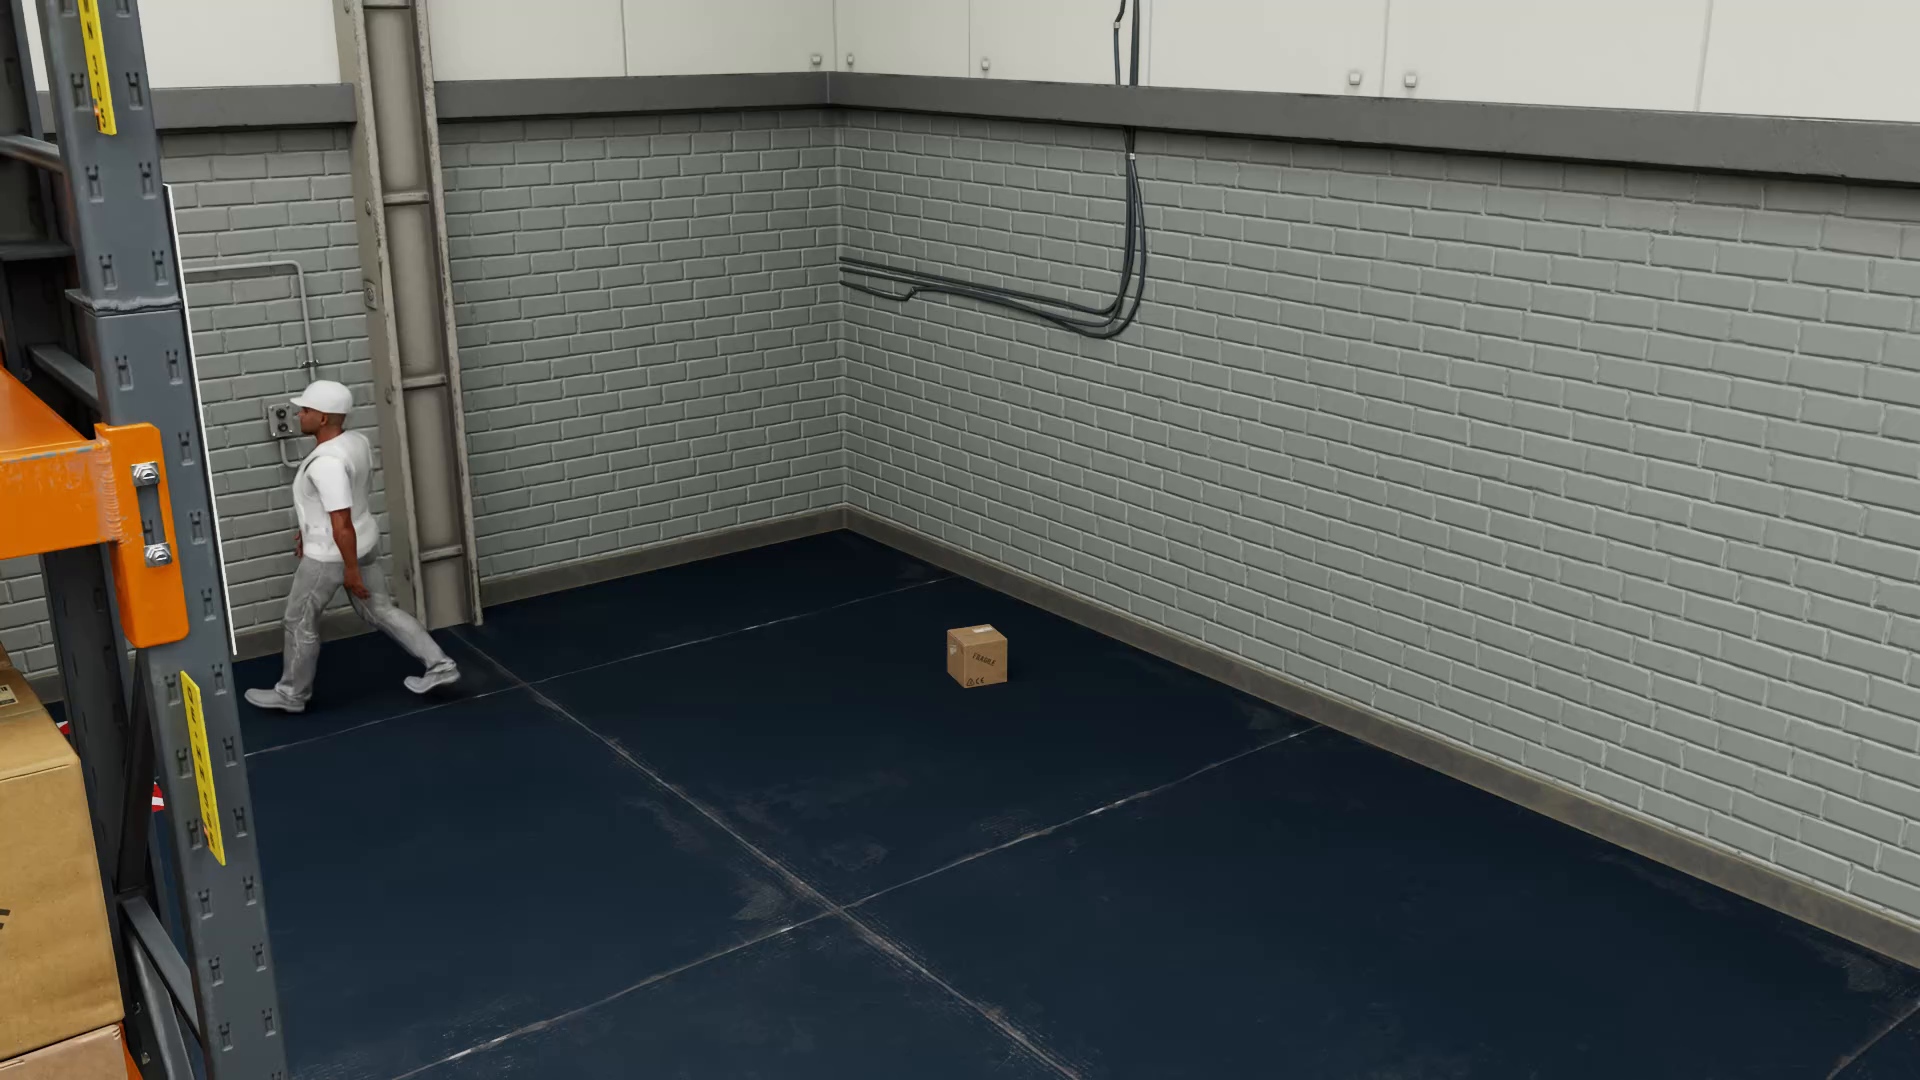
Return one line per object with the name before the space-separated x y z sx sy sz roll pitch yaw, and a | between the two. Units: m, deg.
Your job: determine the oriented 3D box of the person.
person | -3.147 0.038 8.409 1.068 1.724 0.559 1 18 3
